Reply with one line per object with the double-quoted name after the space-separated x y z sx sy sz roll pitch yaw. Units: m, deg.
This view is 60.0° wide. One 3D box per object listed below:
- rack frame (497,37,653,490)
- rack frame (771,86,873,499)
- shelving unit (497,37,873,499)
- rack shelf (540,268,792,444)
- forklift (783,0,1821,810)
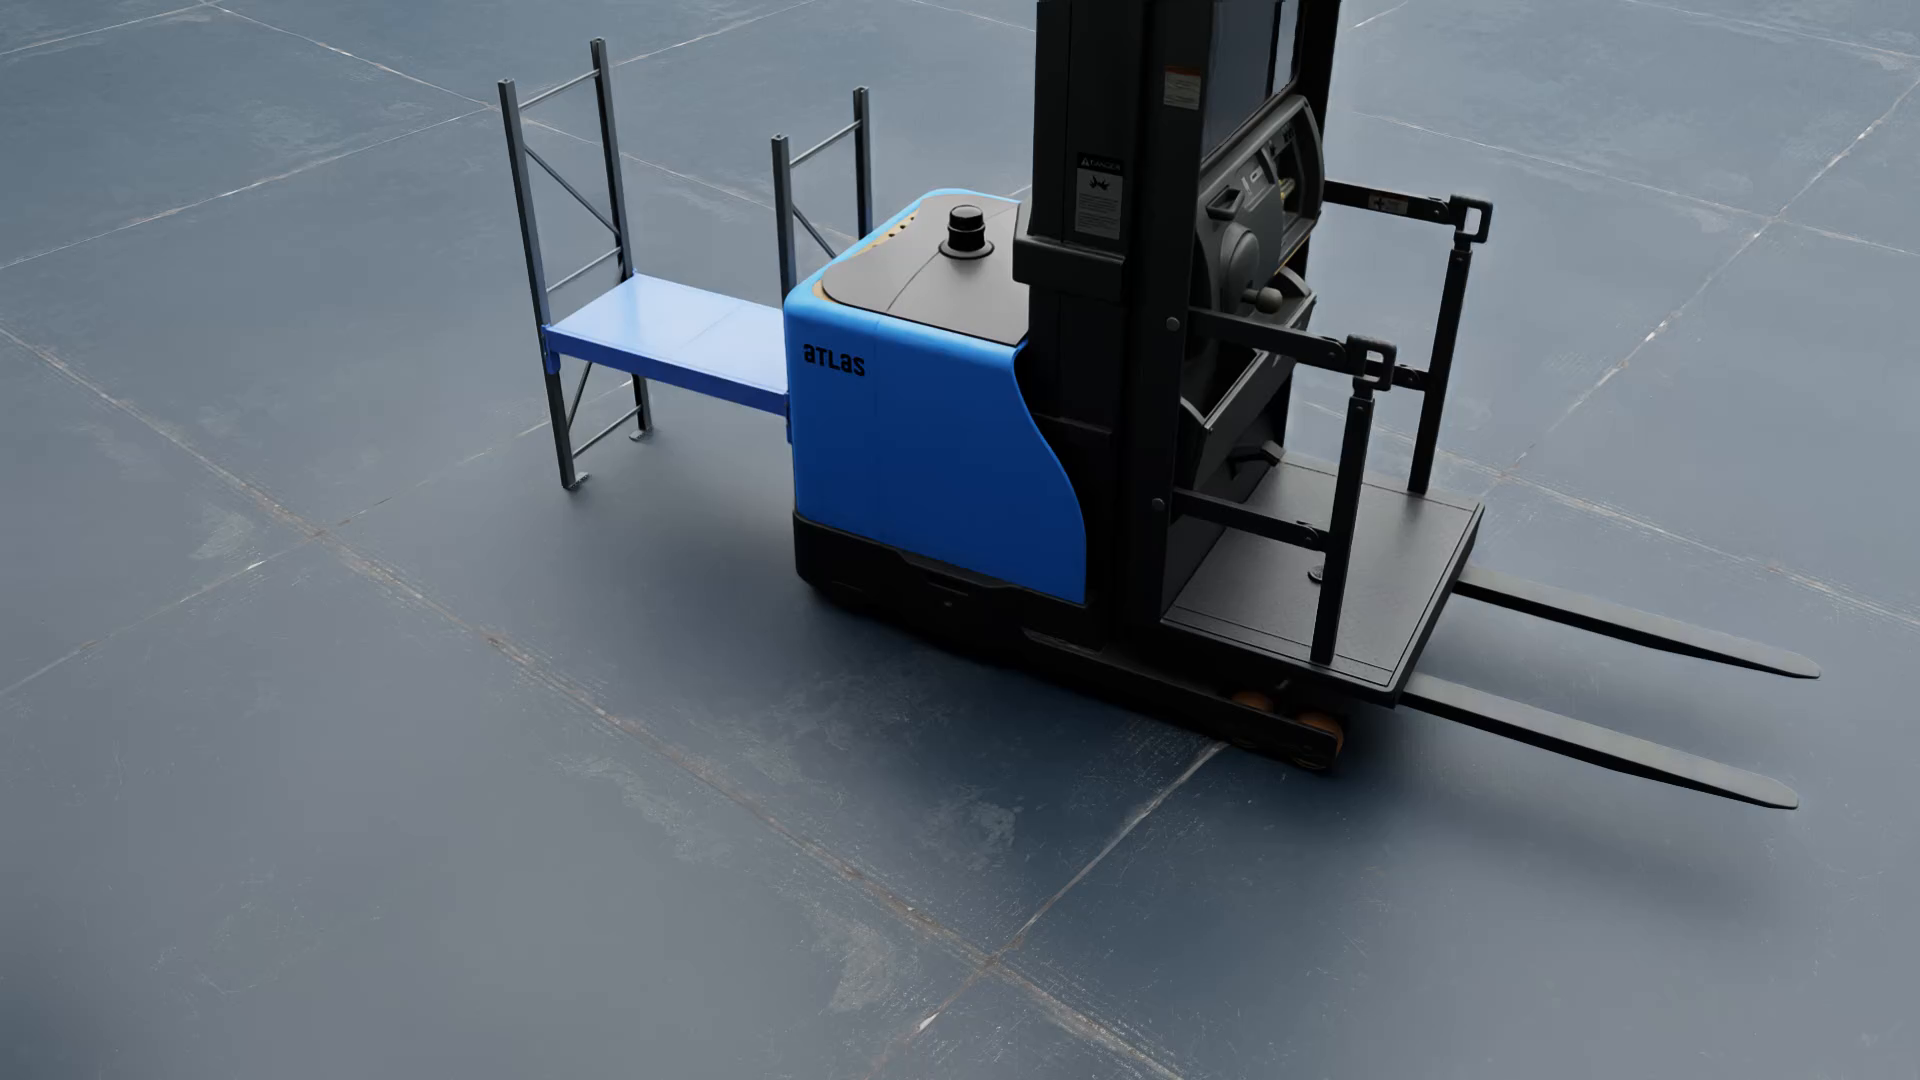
-1.310 -0.929 5.778 0.032 1.500 0.500 17 38 23 "rack frame"
-0.413 -0.658 5.384 0.032 1.500 0.500 17 38 23 "rack frame"
-0.862 -0.794 5.581 1.048 1.500 0.538 17 38 23 "shelving unit"
-0.862 -0.646 5.683 1.000 0.185 0.538 17 38 23 "rack shelf"
1.004 -0.894 4.462 3.031 2.935 1.130 17 38 23 "forklift"
